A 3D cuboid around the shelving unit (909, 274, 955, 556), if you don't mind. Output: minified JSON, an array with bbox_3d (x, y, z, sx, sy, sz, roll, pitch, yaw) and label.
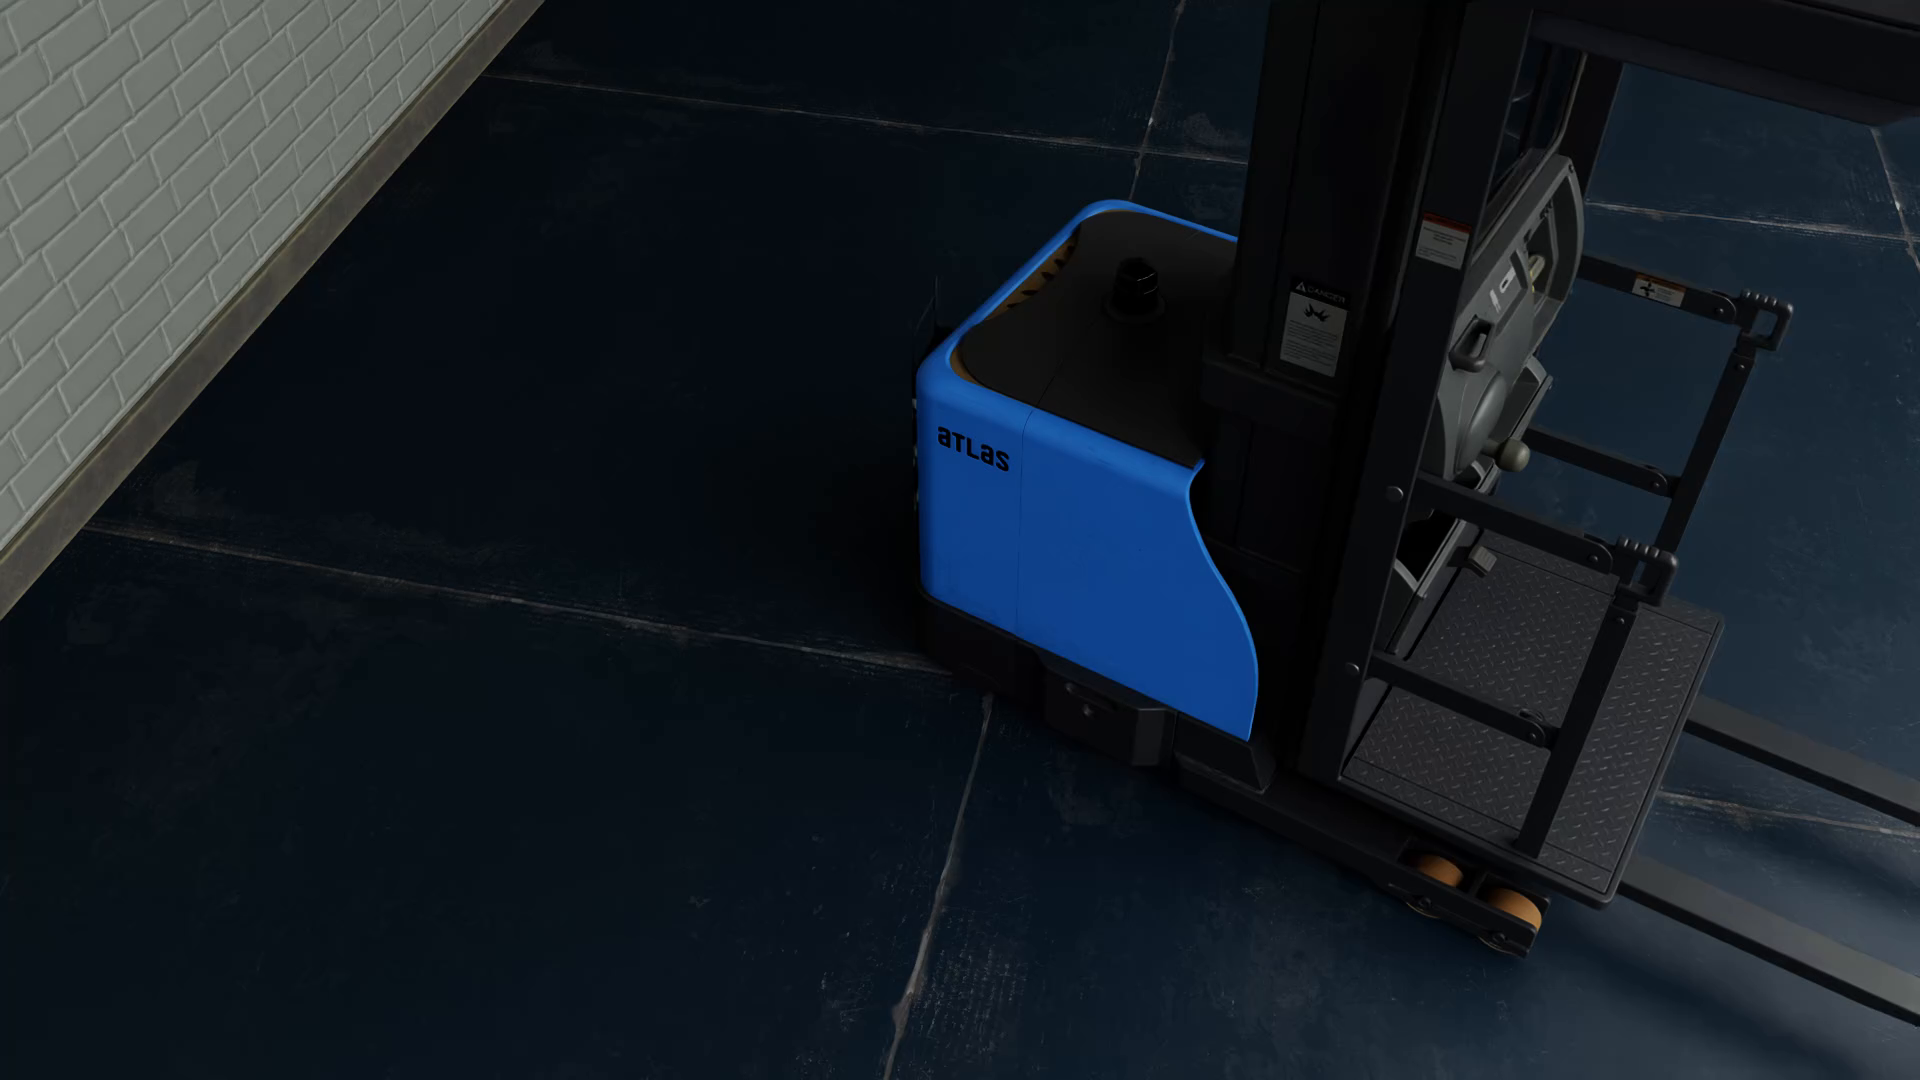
[{"bbox_3d":[-0.006,-0.333,4.946,0.210,0.900,0.258,12,45,12],"label":"shelving unit"}]

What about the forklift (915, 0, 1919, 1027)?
[{"bbox_3d":[1.393,-0.446,3.600,3.031,2.935,1.130,24,49,23],"label":"forklift"}]

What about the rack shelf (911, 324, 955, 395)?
[{"bbox_3d":[-0.006,-0.503,4.782,0.200,0.077,0.258,12,45,12],"label":"rack shelf"}]

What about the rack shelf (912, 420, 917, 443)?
[{"bbox_3d":[-0.006,-0.374,4.907,0.200,0.077,0.258,12,45,12],"label":"rack shelf"}]

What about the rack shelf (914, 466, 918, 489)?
[{"bbox_3d":[-0.006,-0.244,5.031,0.200,0.077,0.258,12,45,12],"label":"rack shelf"}]

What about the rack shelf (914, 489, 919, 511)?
[{"bbox_3d":[-0.006,-0.179,5.094,0.200,0.077,0.258,12,45,12],"label":"rack shelf"}]

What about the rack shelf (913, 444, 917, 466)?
[{"bbox_3d":[-0.006,-0.309,4.969,0.200,0.077,0.258,12,45,12],"label":"rack shelf"}]

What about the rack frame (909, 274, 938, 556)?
[{"bbox_3d":[-0.103,-0.354,4.968,0.006,0.900,0.240,12,45,12],"label":"rack frame"}]

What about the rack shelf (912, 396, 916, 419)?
[{"bbox_3d":[-0.006,-0.439,4.844,0.200,0.077,0.258,12,45,12],"label":"rack shelf"}]
